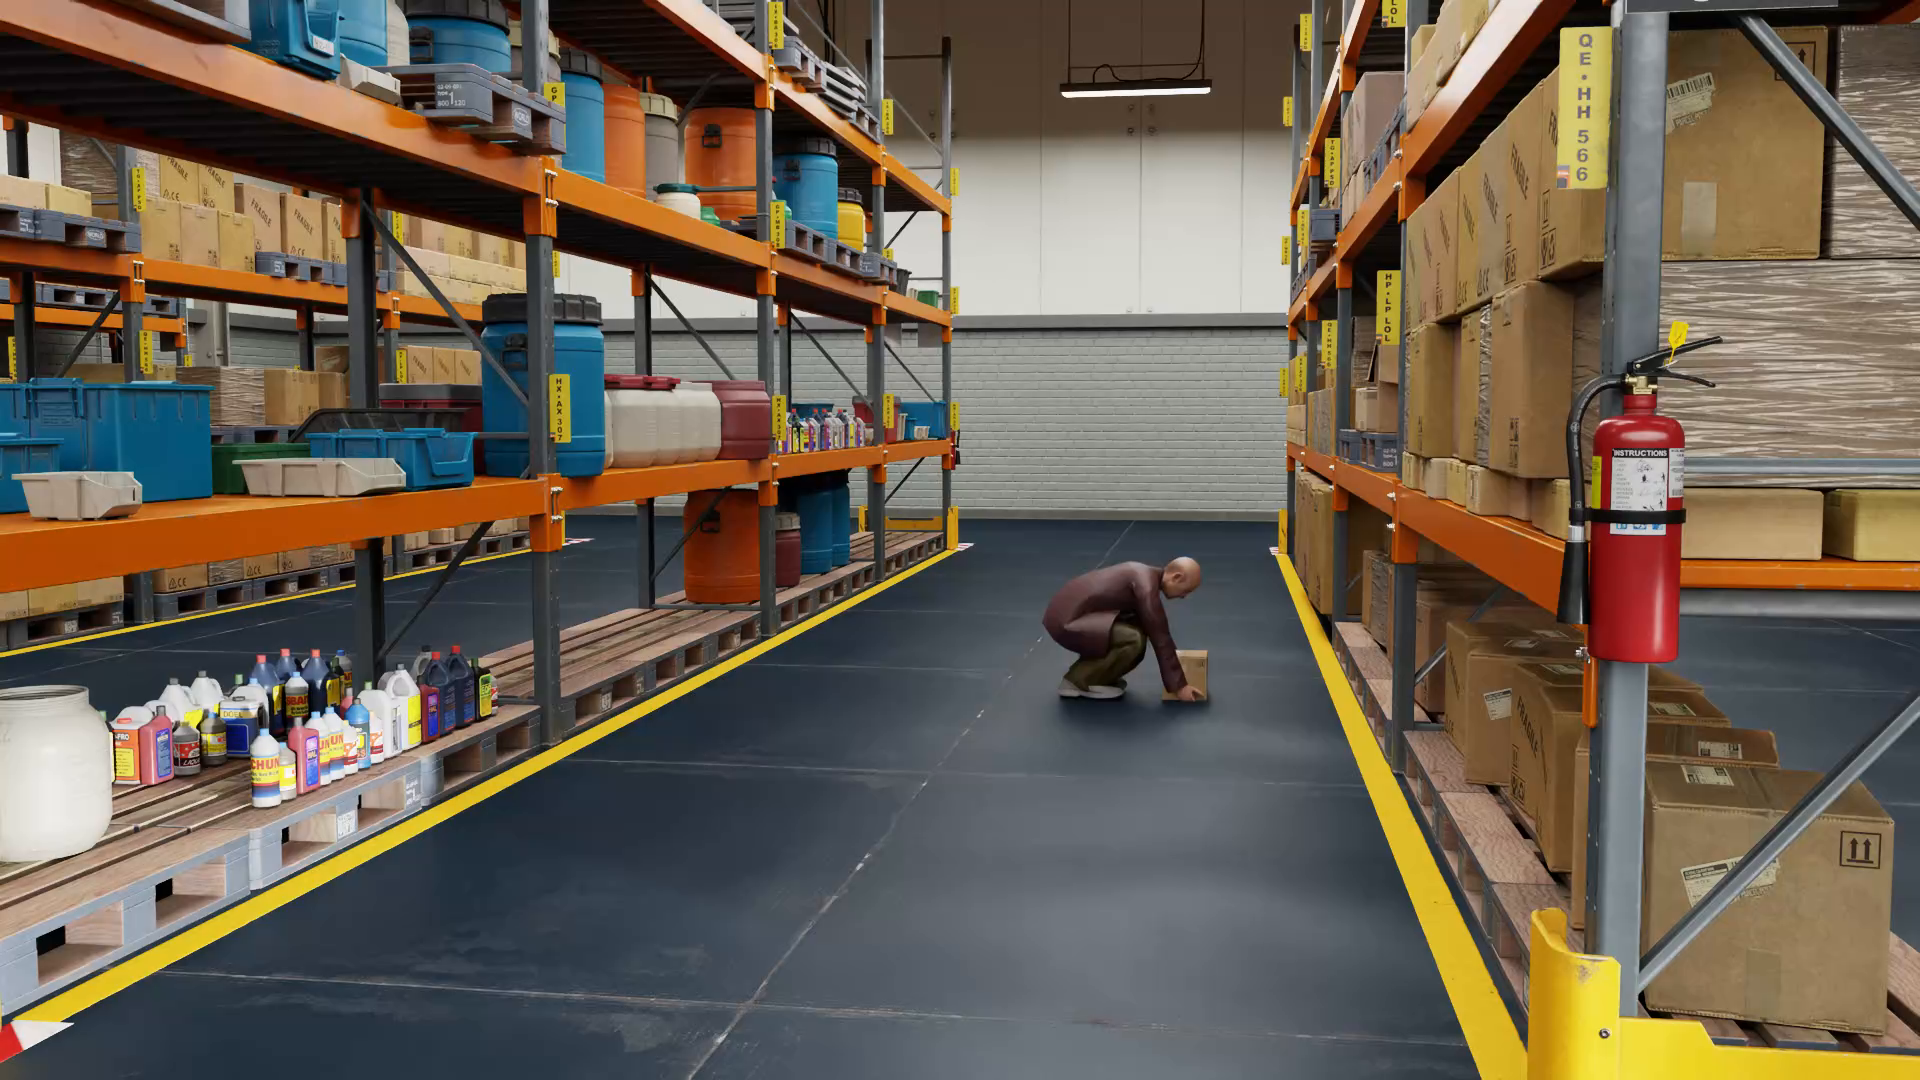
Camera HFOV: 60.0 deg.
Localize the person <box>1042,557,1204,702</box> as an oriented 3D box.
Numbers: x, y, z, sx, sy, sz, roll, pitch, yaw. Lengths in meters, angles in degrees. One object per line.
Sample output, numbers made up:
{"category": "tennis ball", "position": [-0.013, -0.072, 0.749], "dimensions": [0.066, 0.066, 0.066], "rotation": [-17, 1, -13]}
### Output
{"category": "person", "position": [0.937, 0.537, 9.528], "dimensions": [0.930, 0.881, 0.581], "rotation": [1, 4, 8]}
